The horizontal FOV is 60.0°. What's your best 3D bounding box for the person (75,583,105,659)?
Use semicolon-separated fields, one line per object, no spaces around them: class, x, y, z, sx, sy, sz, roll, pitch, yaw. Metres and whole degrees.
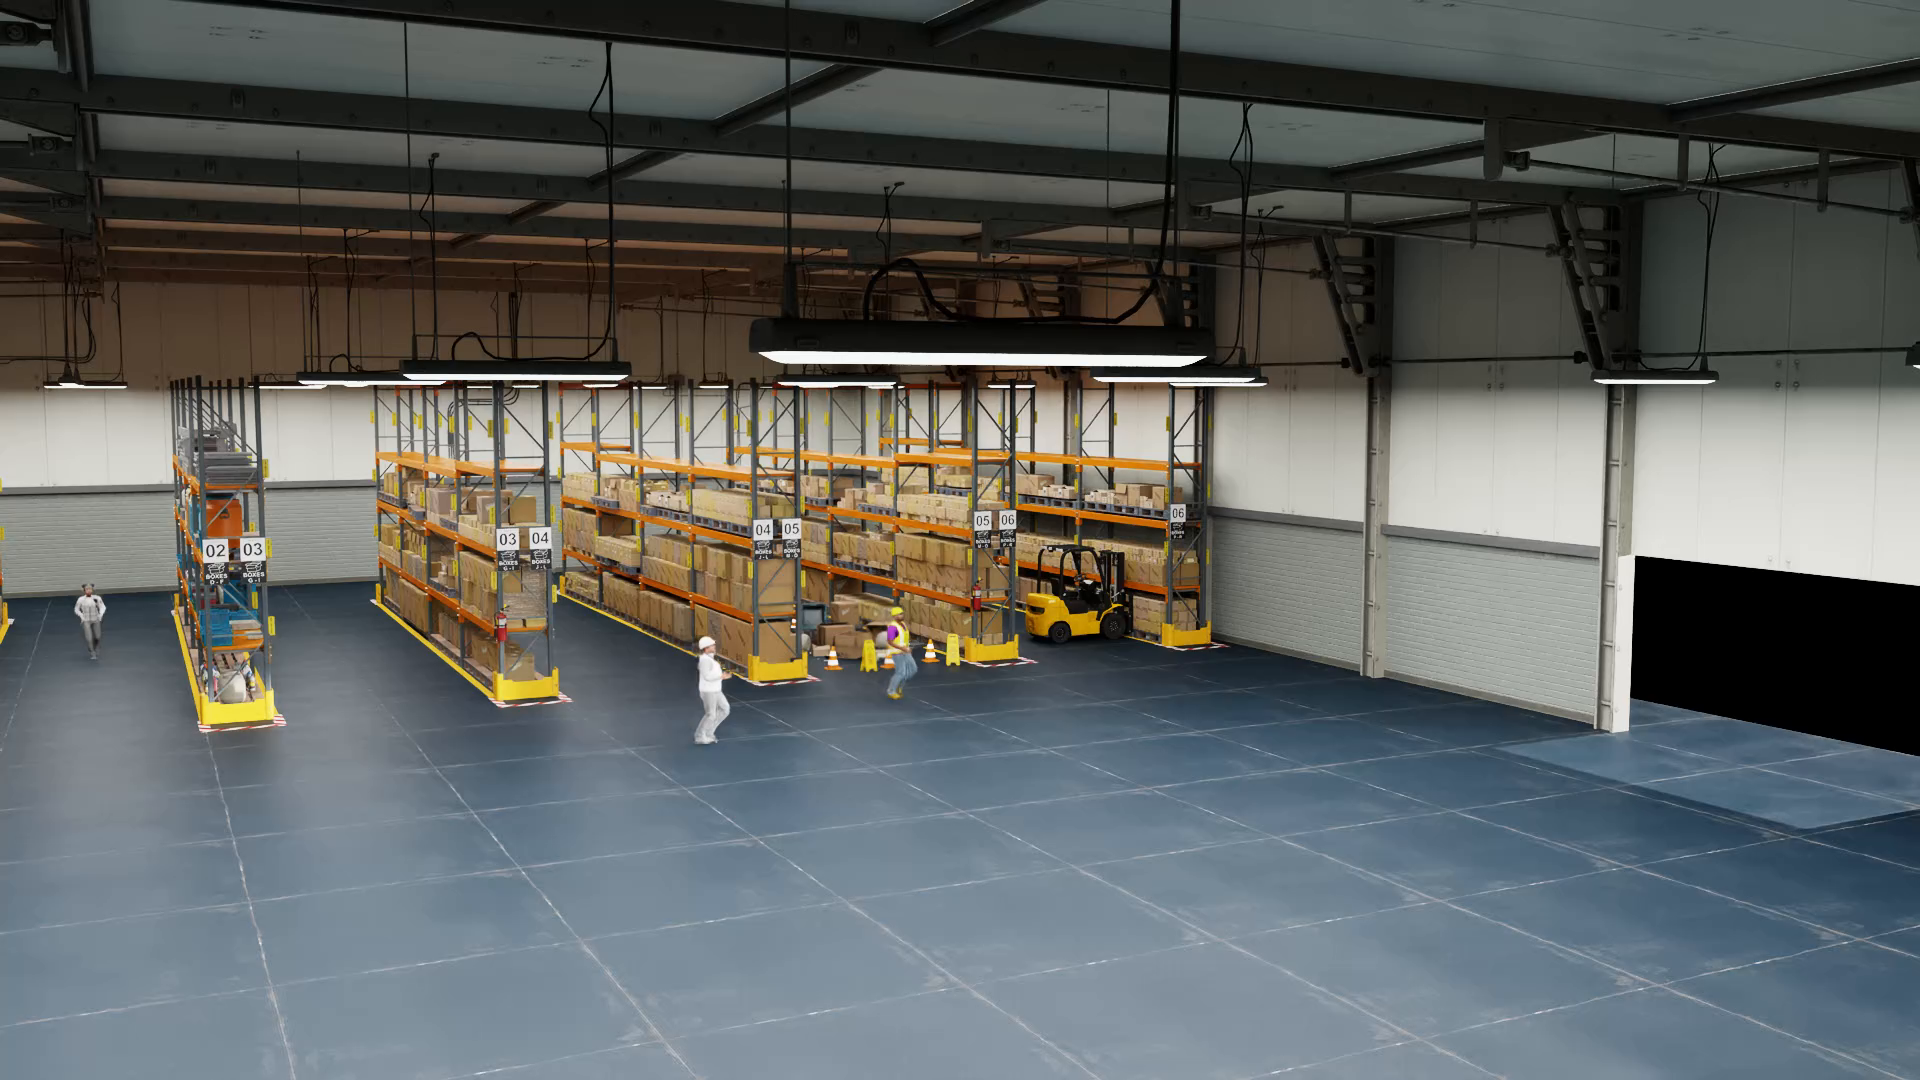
person;-18.605;1.732;35.598;0.592;1.651;0.519;-3;6;-31

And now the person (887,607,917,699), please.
person;-1.098;2.100;31.041;0.566;1.721;0.712;2;5;22

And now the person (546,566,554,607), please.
person;-10.941;1.068;43.700;0.535;1.579;0.594;-2;5;-17

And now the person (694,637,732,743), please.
person;-4.005;2.447;27.034;0.647;1.767;0.642;0;5;3
